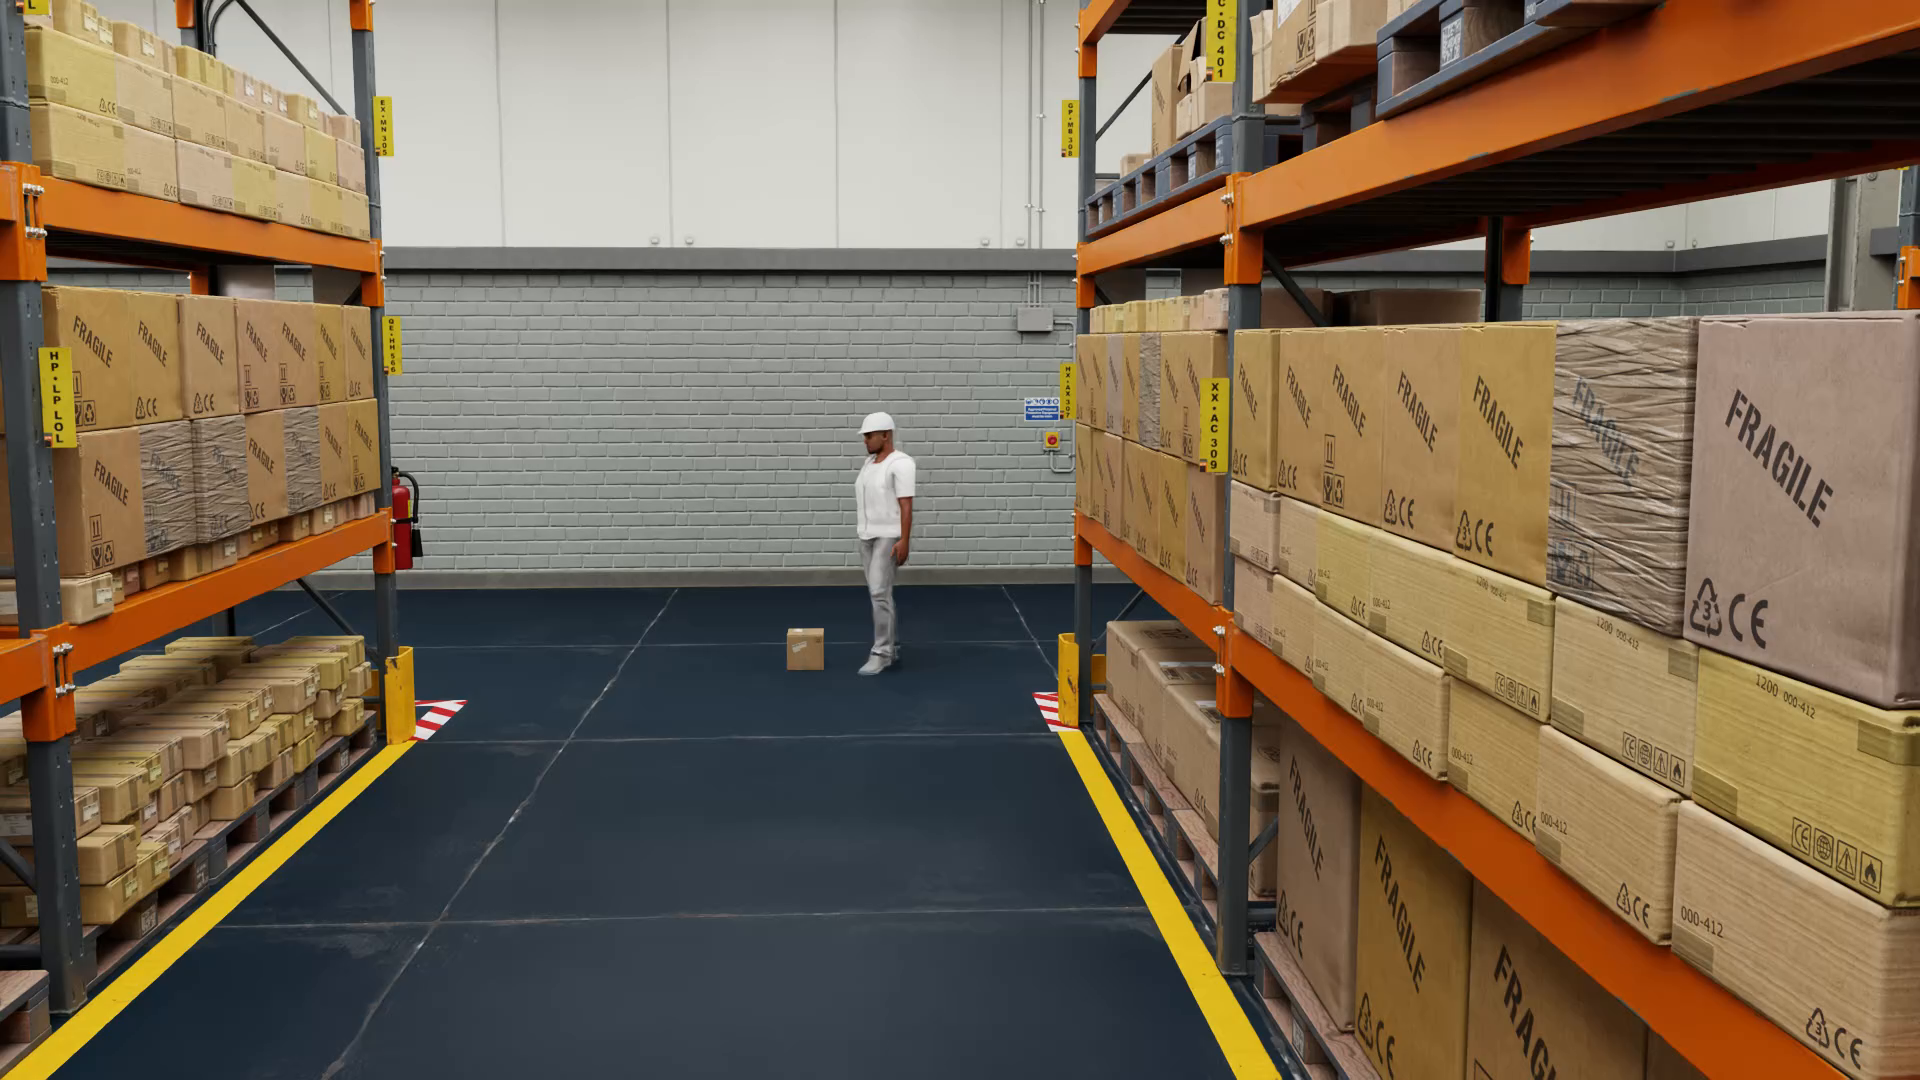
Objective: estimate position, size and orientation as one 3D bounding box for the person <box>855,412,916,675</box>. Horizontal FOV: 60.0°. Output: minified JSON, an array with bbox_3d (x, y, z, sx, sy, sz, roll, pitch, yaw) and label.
[{"bbox_3d":[-0.615,0.002,11.605,0.547,1.774,0.590,-5,8,-36],"label":"person"}]
